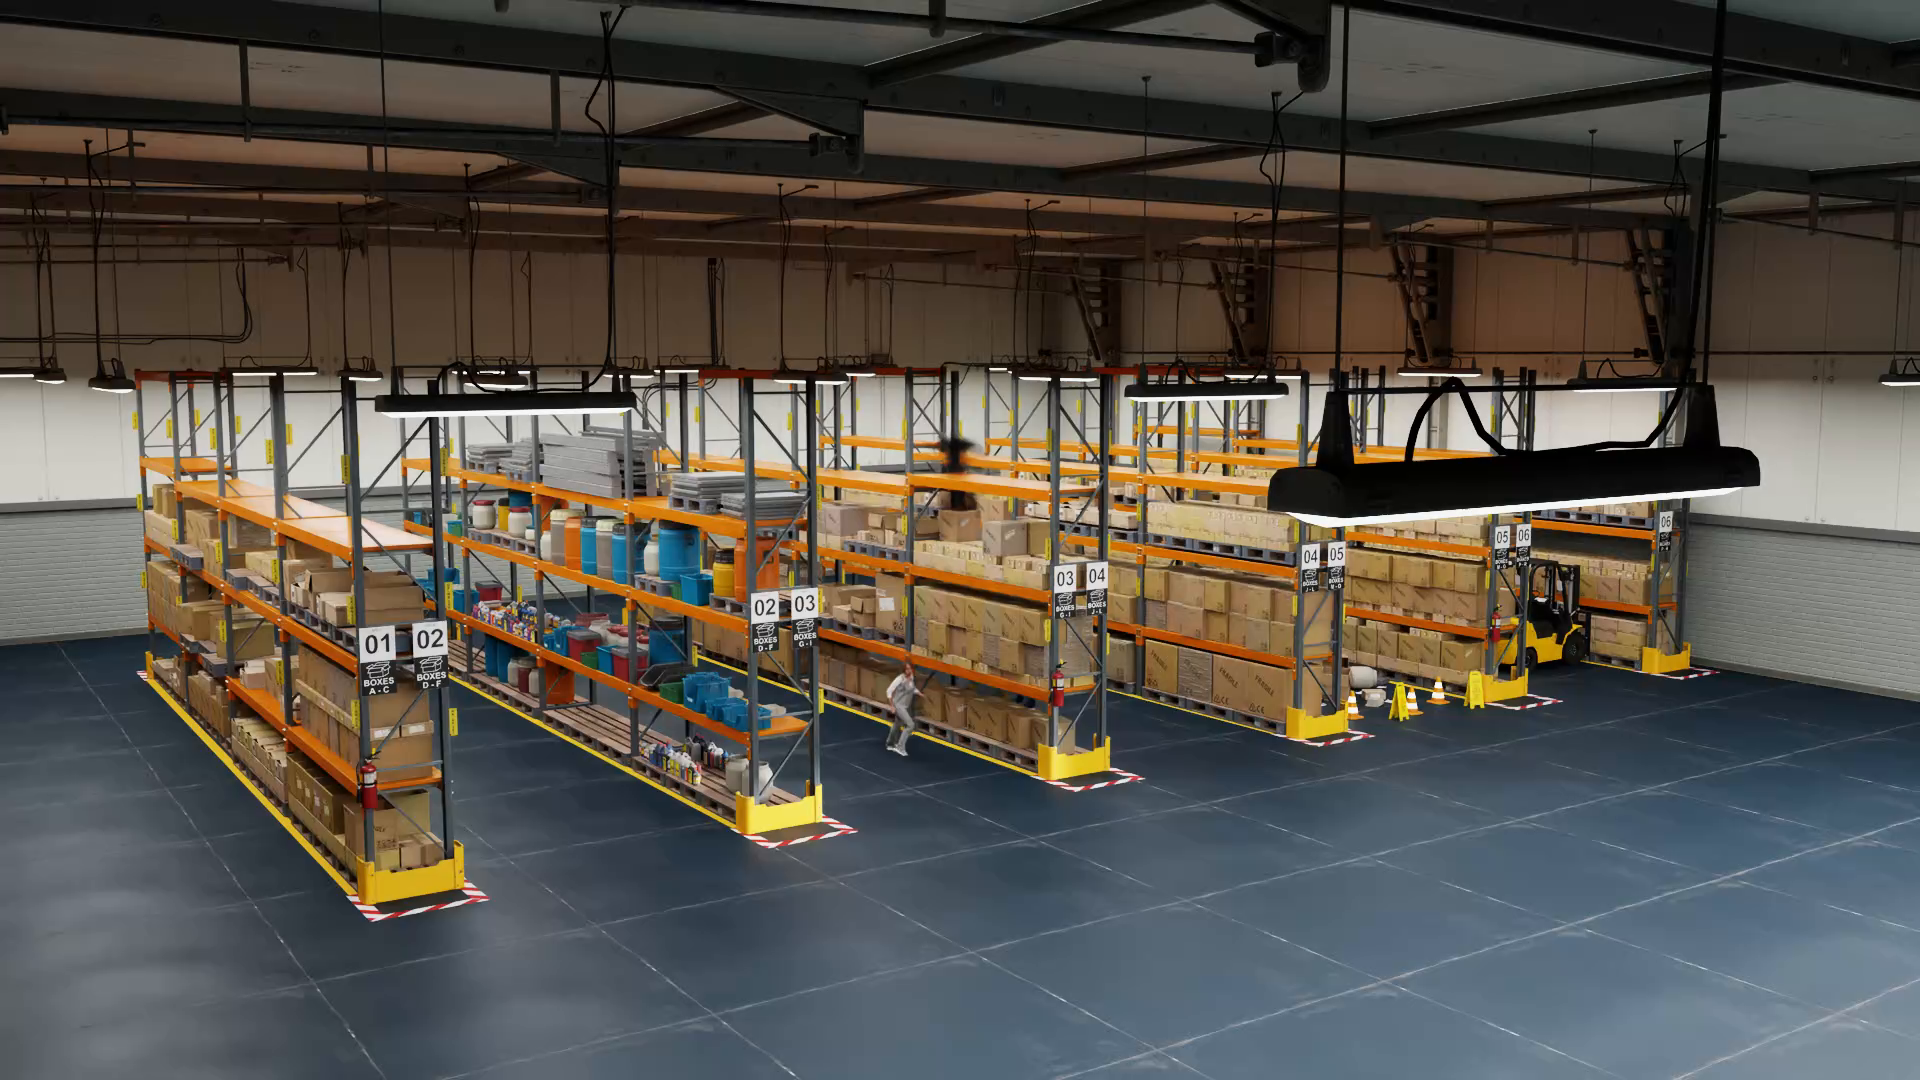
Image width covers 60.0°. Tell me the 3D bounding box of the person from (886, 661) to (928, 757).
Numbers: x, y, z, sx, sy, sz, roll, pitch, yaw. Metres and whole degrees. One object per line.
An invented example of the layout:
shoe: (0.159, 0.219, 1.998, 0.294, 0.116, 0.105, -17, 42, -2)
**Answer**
person: (-0.864, 2.646, 26.198, 0.757, 1.556, 0.552, 2, 7, 17)

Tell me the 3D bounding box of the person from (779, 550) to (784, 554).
person: (-4.583, 0.863, 40.912, 0.636, 1.710, 0.688, -2, 7, -14)

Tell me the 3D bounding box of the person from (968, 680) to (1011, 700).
person: (0.583, 2.071, 30.583, 1.029, 1.721, 0.749, 5, 8, 37)

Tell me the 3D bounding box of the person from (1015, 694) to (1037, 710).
person: (1.263, 2.280, 29.204, 0.672, 1.522, 0.593, -3, 7, -21)

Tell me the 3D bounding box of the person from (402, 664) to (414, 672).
person: (-9.199, 2.355, 28.067, 0.608, 1.702, 0.705, -5, 8, -37)
